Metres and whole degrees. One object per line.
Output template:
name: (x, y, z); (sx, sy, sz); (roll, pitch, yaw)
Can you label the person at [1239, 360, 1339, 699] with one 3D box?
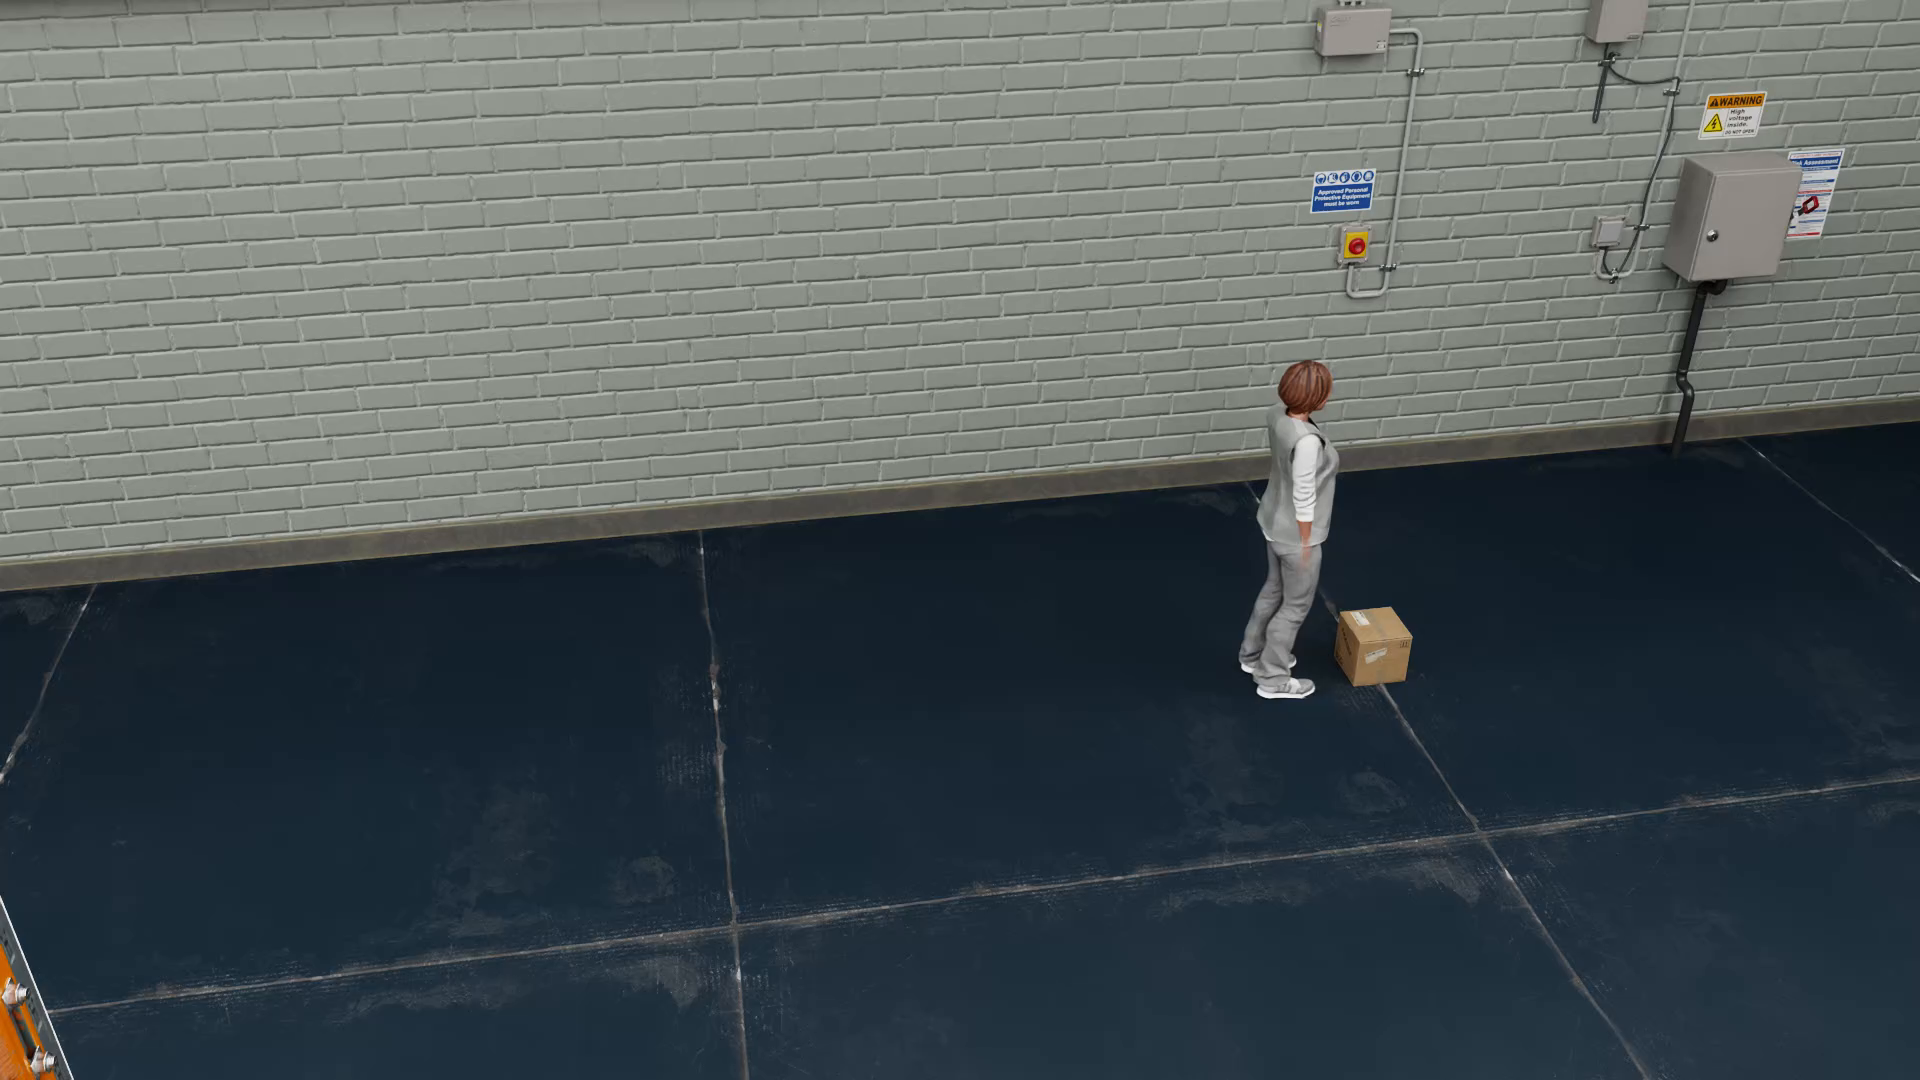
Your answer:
person: (1.438, -0.049, 7.226); (0.307, 1.596, 0.408); (-5, 31, -8)
